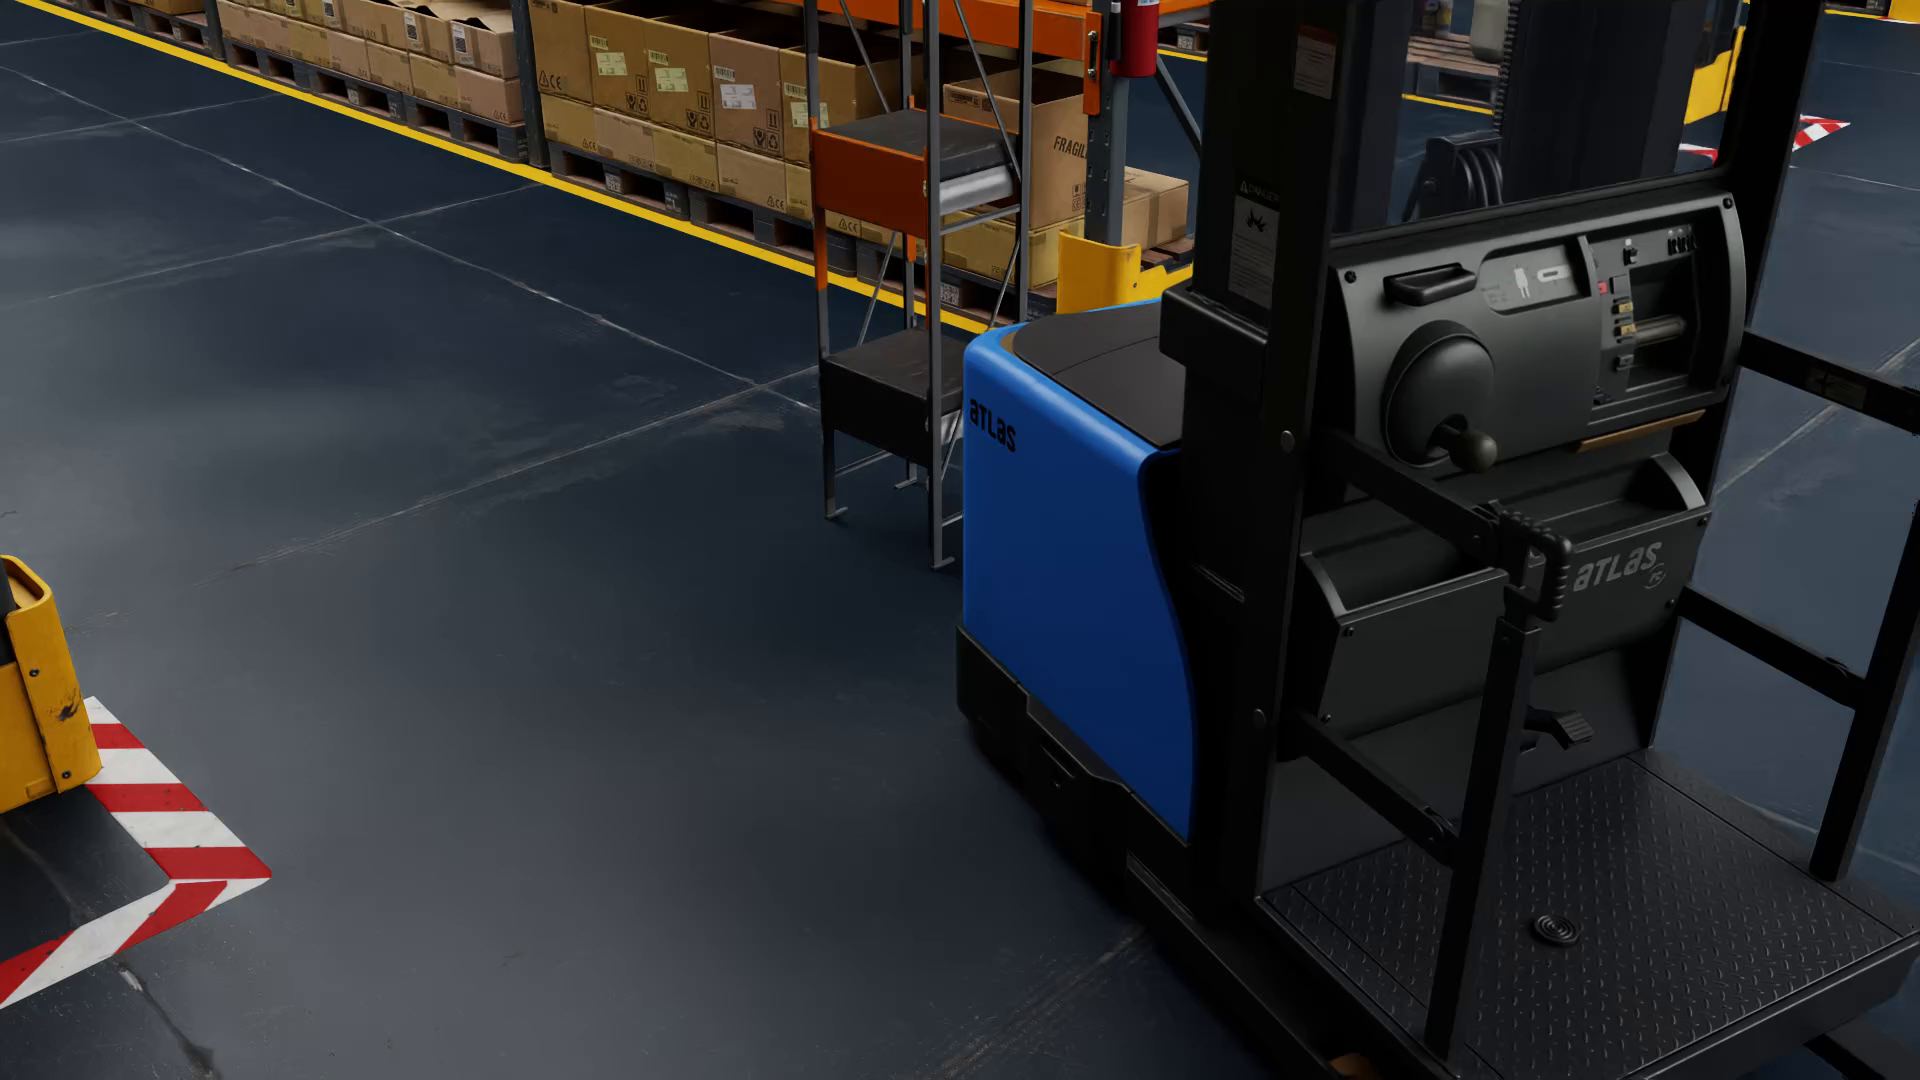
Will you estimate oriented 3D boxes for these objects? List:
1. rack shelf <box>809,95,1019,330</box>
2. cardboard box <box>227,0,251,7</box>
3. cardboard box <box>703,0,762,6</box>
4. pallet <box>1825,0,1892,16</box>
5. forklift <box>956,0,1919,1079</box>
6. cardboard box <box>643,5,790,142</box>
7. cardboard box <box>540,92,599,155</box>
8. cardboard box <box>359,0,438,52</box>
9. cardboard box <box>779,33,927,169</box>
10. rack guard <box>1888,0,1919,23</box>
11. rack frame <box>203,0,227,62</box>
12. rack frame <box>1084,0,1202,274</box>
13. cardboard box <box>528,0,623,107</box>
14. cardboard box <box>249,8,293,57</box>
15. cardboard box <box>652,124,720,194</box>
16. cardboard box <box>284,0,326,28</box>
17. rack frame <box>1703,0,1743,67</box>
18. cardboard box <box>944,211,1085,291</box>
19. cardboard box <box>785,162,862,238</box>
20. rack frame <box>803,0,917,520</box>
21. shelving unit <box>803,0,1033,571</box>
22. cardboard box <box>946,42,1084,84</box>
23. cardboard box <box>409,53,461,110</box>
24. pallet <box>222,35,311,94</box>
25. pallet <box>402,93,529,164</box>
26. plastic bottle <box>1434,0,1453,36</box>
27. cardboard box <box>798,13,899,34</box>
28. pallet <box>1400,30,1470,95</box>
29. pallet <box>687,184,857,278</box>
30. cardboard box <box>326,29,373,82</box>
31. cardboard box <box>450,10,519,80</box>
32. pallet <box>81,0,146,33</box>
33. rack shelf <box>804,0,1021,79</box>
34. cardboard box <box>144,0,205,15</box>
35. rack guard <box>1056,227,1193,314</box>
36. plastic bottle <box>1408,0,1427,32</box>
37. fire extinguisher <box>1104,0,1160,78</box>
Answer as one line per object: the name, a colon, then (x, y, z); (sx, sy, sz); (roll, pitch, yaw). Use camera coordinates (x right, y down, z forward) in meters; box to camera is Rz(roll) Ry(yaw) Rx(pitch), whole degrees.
rack shelf: (-0.118, -0.971, 4.870); (0.480, 0.518, 0.431); (25, 36, 38)
cardboard box: (-4.665, -3.790, 11.136); (0.500, 0.311, 0.500); (-24, 36, -38)
cardboard box: (-1.148, -2.591, 8.653); (0.500, 0.500, 0.500); (25, 36, 38)
pallet: (7.211, -4.585, 13.743); (1.213, 0.211, 1.003); (25, 36, 38)
forklift: (1.130, -0.330, 2.729); (1.130, 2.935, 3.031); (-14, 31, -25)
cardboard box: (-1.156, -2.256, 8.014); (0.500, 0.500, 0.500); (25, 36, 38)
cardboard box: (-1.862, -2.253, 8.816); (0.500, 0.250, 0.500); (25, 36, 38)
cardboard box: (-3.199, -3.122, 9.865); (0.500, 0.311, 0.500); (24, 36, 38)
cardboard box: (-0.442, -1.930, 7.394); (0.500, 0.500, 0.500); (25, 36, 38)
rack guard: (7.766, -4.436, 13.149); (0.348, 0.500, 1.175); (25, 36, 38)
rack frame: (-4.832, -4.842, 11.235); (0.127, 3.000, 1.000); (25, 36, 38)
rack frame: (0.872, -2.231, 6.270); (0.127, 3.000, 1.000); (25, 36, 38)
cardboard box: (-1.869, -2.582, 8.635); (0.500, 0.500, 0.500); (25, 36, 38)
cardboard box: (-4.306, -3.378, 10.955); (0.500, 0.250, 0.500); (23, 36, 37)
cardboard box: (-1.156, -1.924, 8.189); (0.500, 0.250, 0.500); (25, 36, 38)
cardboard box: (-3.922, -3.455, 10.497); (0.500, 0.311, 0.500); (23, 36, 37)
rack frame: (4.348, -3.874, 9.394); (0.127, 3.000, 1.000); (25, 36, 38)
cardboard box: (0.283, -1.277, 6.959); (0.500, 0.250, 0.500); (25, 36, 38)
cardboard box: (-0.440, -1.599, 7.571); (0.500, 0.250, 0.500); (25, 36, 38)
rack frame: (-0.292, -1.063, 5.015); (0.015, 2.100, 0.400); (25, 36, 38)
shelving unit: (-0.118, -0.983, 4.864); (0.503, 2.100, 0.431); (25, 36, 38)
cardboard box: (0.288, -1.943, 7.420); (0.500, 0.500, 0.500); (25, 36, 38)
cardboard box: (-2.838, -2.710, 9.684); (0.500, 0.250, 0.500); (24, 36, 38)
pallet: (-4.273, -3.326, 11.348); (1.213, 0.211, 1.003); (25, 36, 38)
pallet: (-2.533, -2.530, 9.834); (1.213, 0.211, 1.003); (25, 36, 38)
plastic bottle: (3.273, -3.556, 11.249); (0.097, 0.271, 0.097); (0, 28, 0)
cardboard box: (-0.422, -2.271, 8.044); (0.500, 0.500, 0.500); (25, 36, 38)
pallet: (2.819, -3.314, 11.325); (1.213, 0.211, 1.003); (25, 36, 38)
pallet: (-0.568, -1.631, 8.124); (1.213, 0.211, 1.003); (25, 36, 38)
cardboard box: (-3.565, -3.043, 10.318); (0.500, 0.250, 0.500); (-24, 36, -38)
cardboard box: (-2.470, -2.791, 9.235); (0.500, 0.311, 0.500); (25, 36, 38)
pallet: (-6.204, -4.262, 13.128); (1.213, 0.211, 1.003); (25, 36, 38)
rack shelf: (-0.118, -1.591, 4.545); (0.480, 0.518, 0.431); (25, 36, 38)
cardboard box: (-5.664, -4.157, 12.146); (0.500, 0.500, 0.500); (-24, 36, -37)
rack guard: (0.889, -1.117, 6.837); (0.348, 0.500, 1.175); (25, 36, 38)
plastic bottle: (3.125, -3.641, 11.398); (0.061, 0.283, 0.133); (-25, 36, -38)
fire extinguisher: (0.631, -2.004, 5.922); (0.183, 0.674, 0.296); (25, 36, 38)
